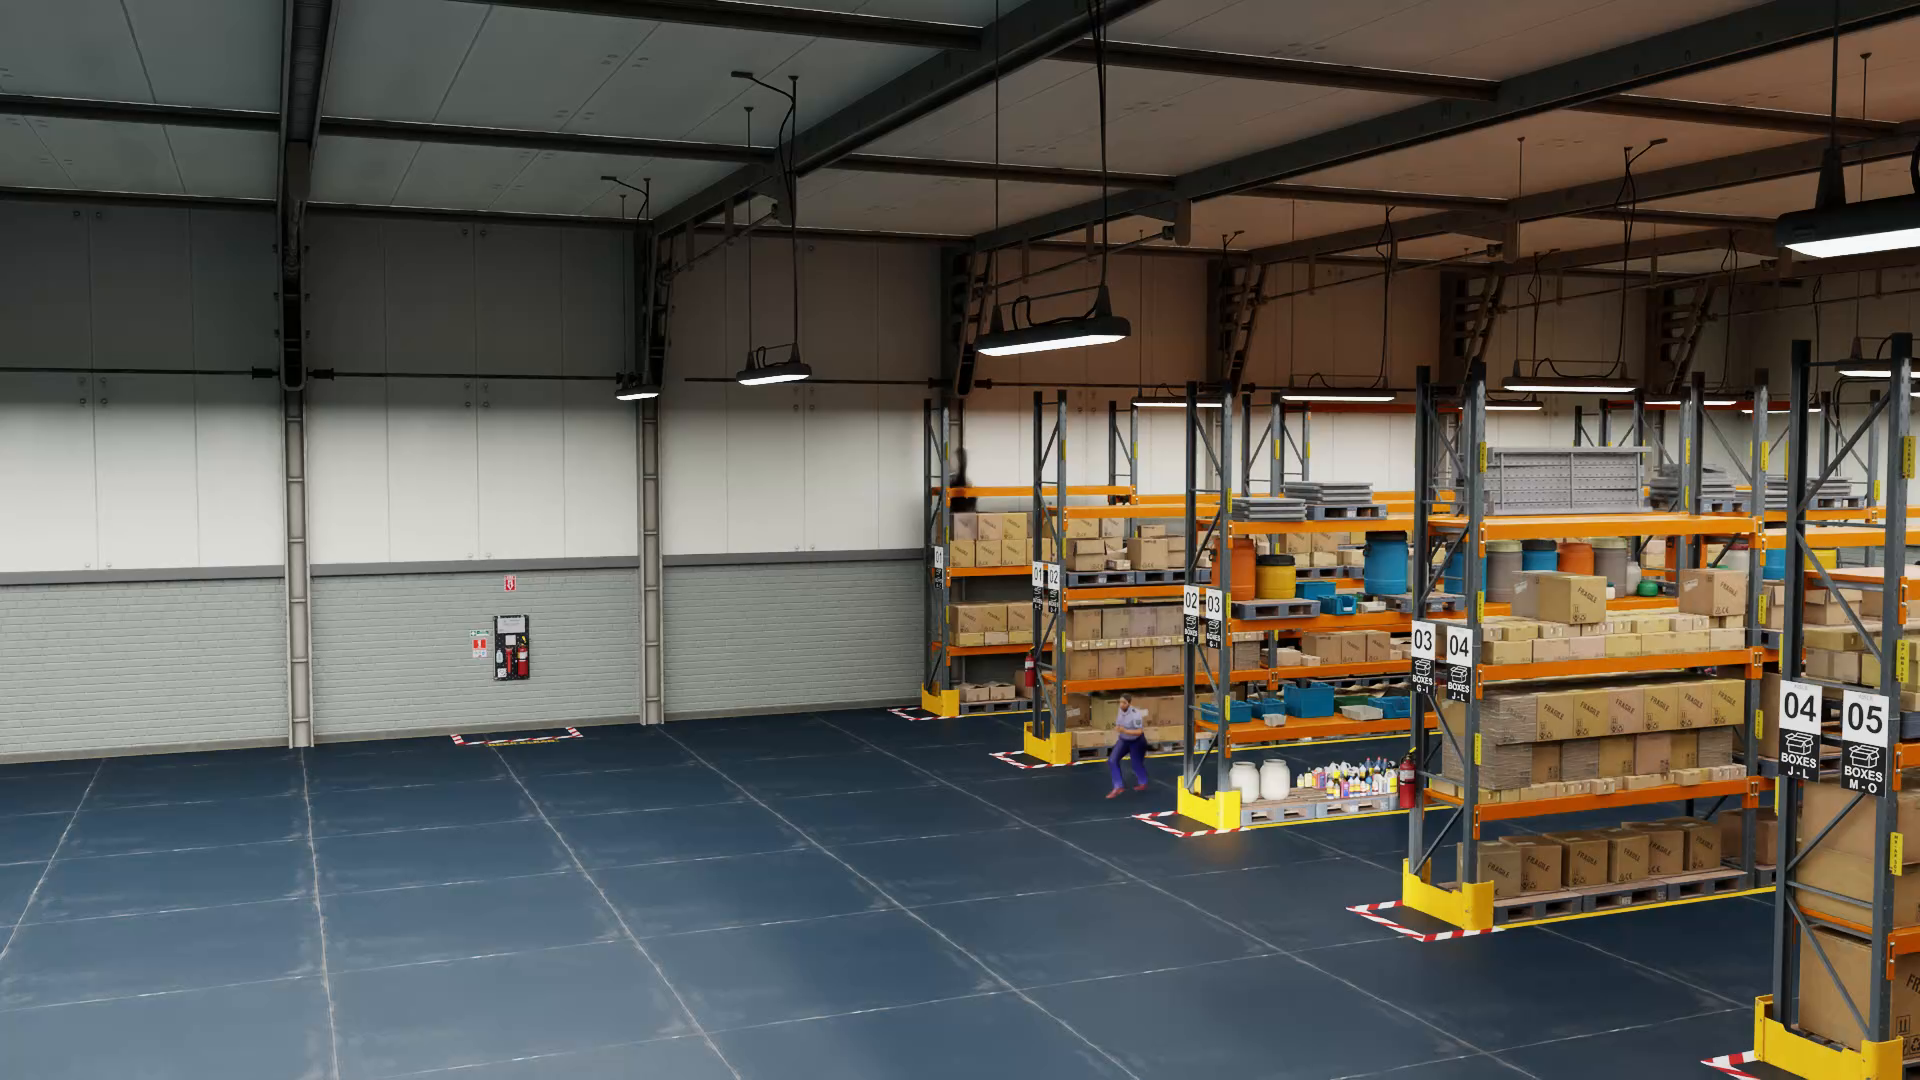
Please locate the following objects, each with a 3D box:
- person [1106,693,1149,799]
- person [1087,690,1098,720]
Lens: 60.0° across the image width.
[{"bbox_3d":[2.515,2.959,24.115,0.583,1.544,0.995,3,4,40],"label":"person"},{"bbox_3d":[2.435,2.583,29.963,0.822,1.625,0.531,-2,4,-36],"label":"person"}]
